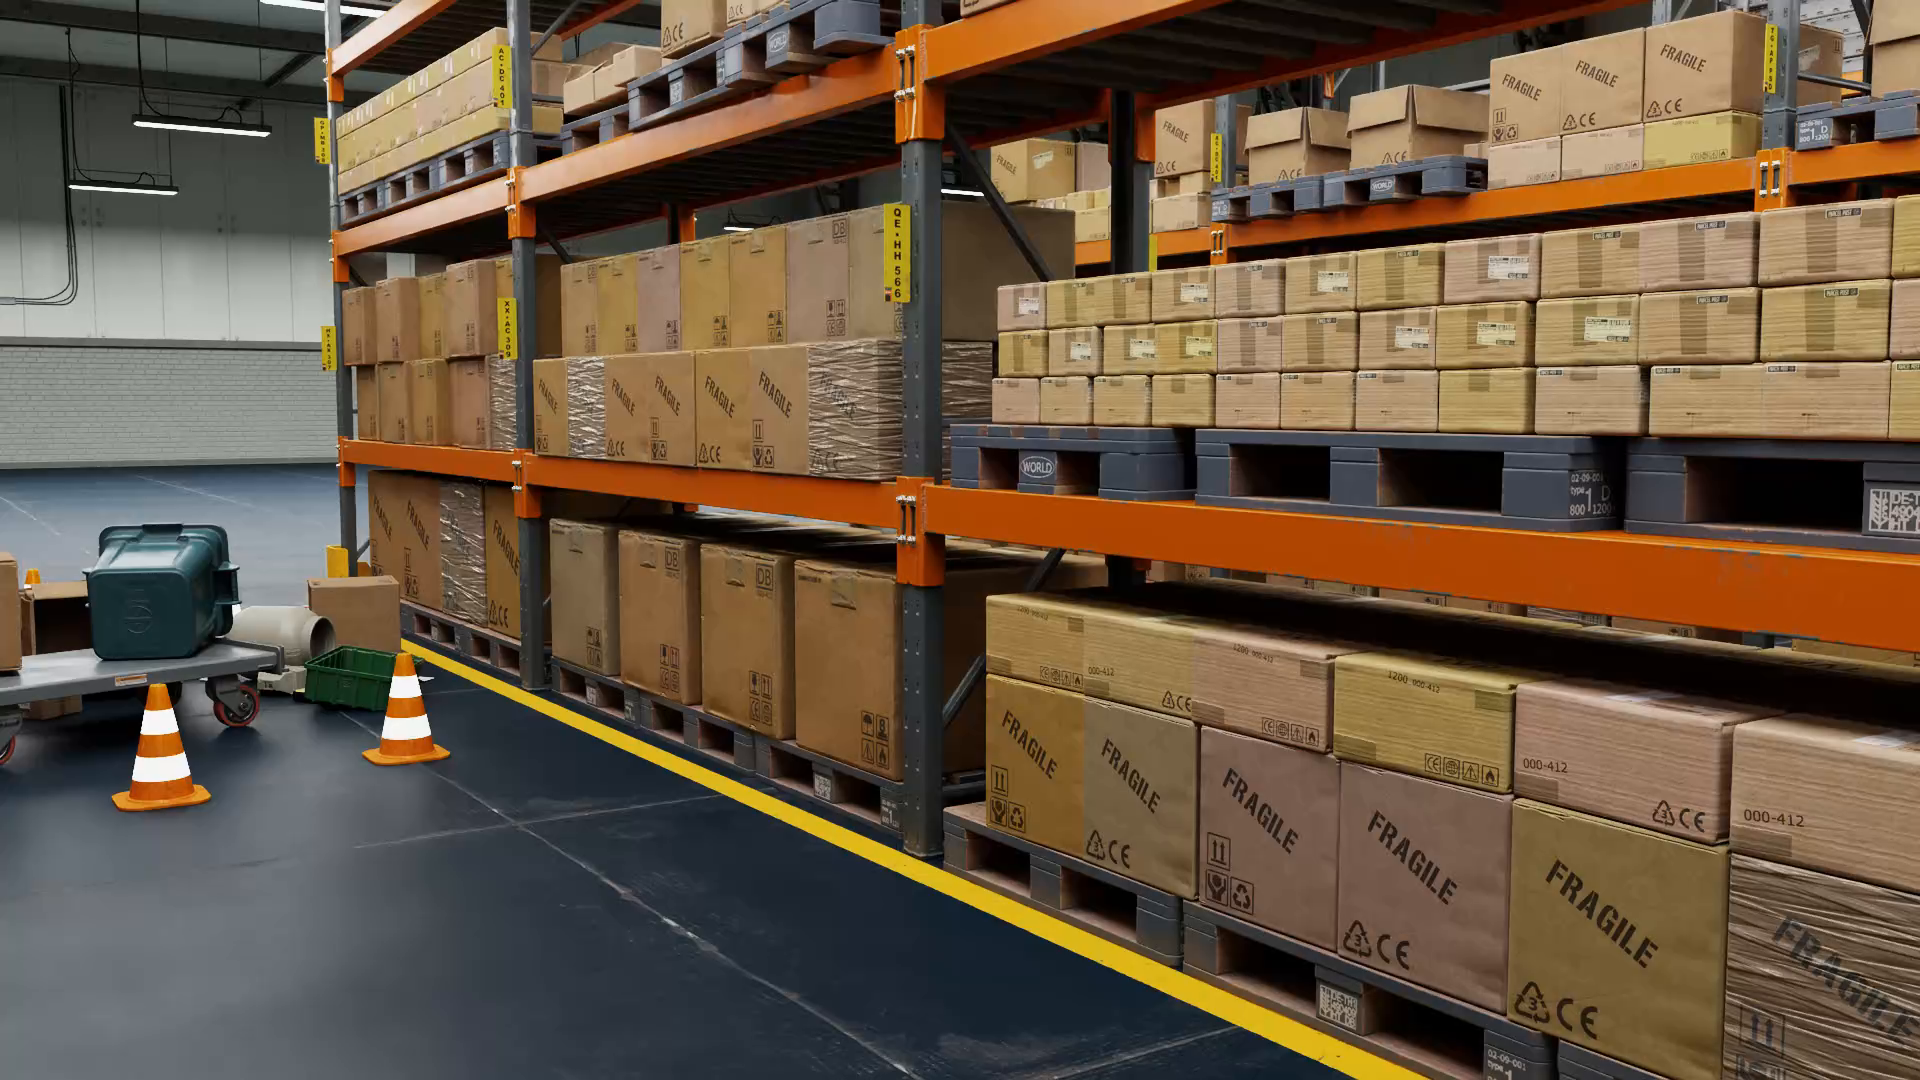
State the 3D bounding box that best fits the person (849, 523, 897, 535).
[{"bbox_3d":[-0.455,-0.078,9.973,0.540,1.667,0.466,-5,7,-44],"label":"person"}]
